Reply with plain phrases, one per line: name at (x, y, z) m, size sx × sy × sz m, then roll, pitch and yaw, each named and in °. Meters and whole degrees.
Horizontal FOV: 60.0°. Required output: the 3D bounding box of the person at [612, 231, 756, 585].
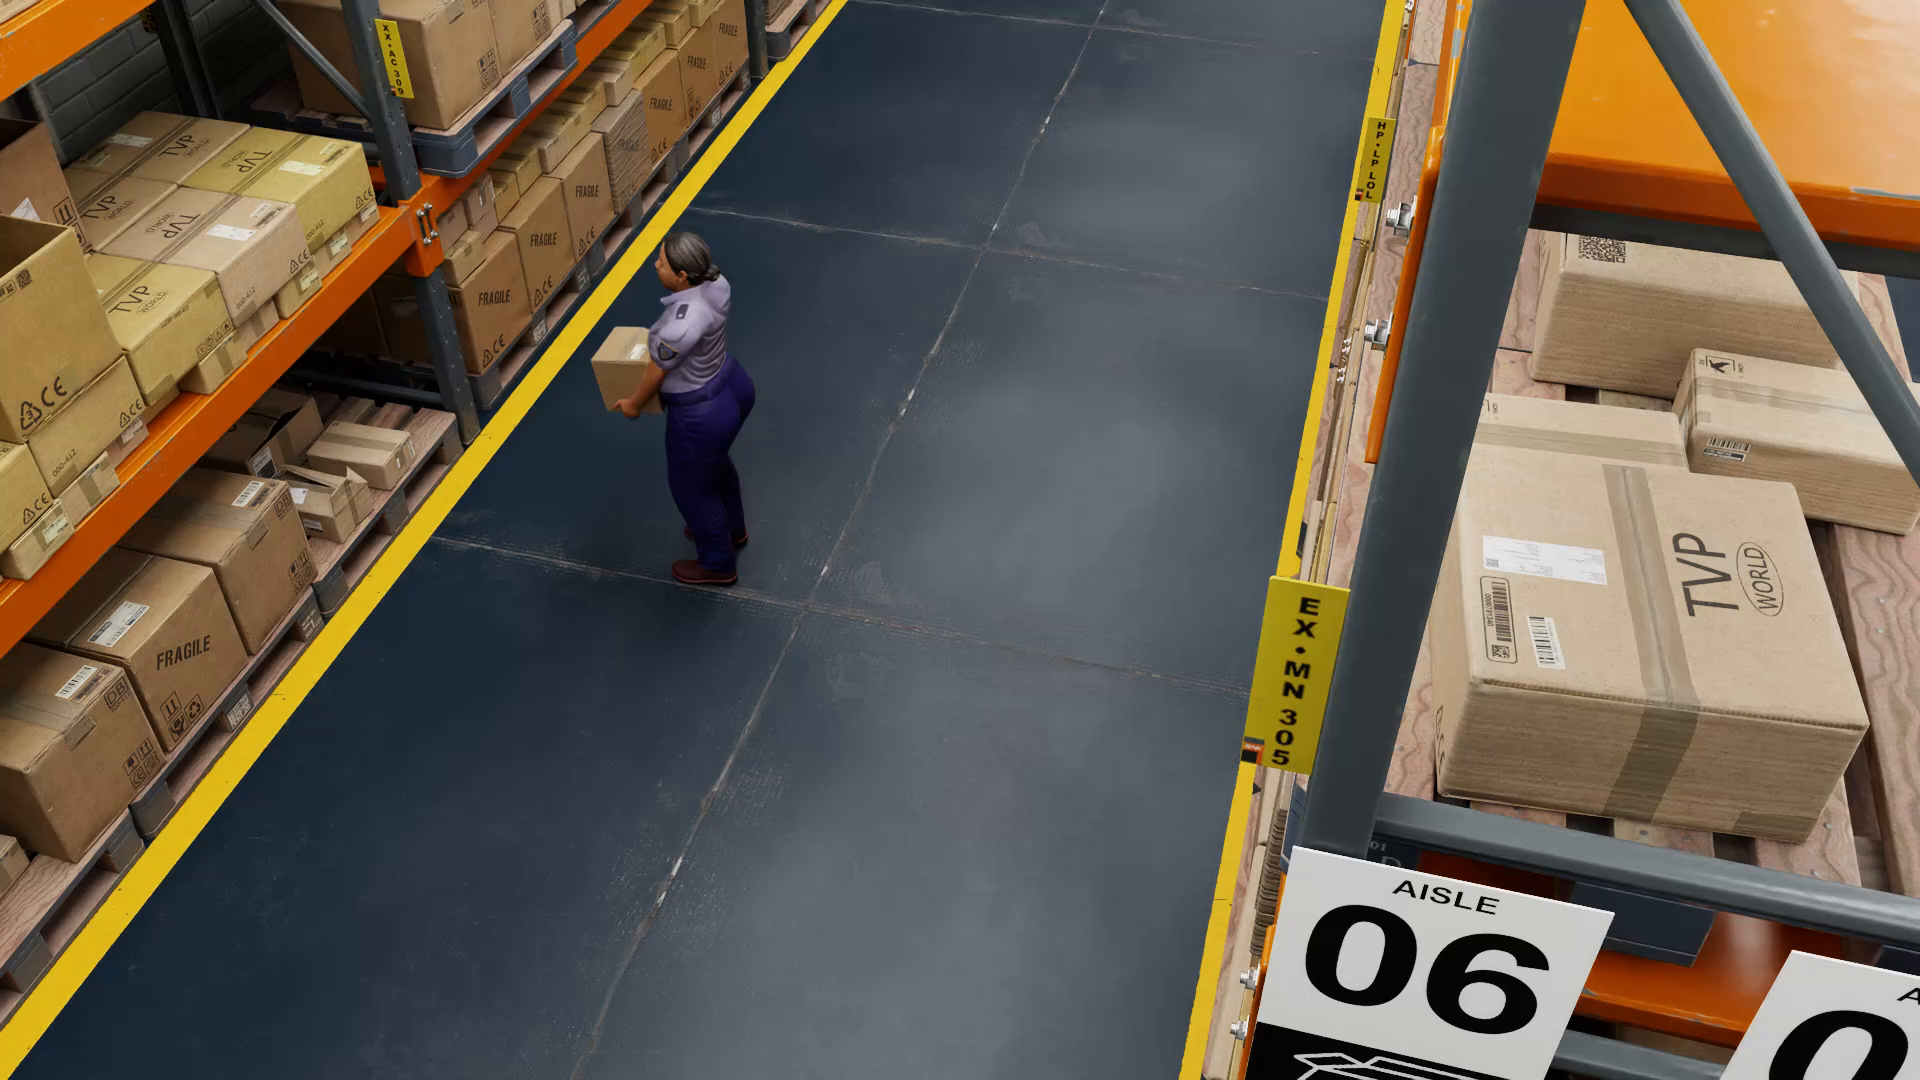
person at (-1.123, -0.545, 6.799) m, size 0.524 × 1.647 × 0.434 m, roll 10°, pitch 42°, yaw 11°
